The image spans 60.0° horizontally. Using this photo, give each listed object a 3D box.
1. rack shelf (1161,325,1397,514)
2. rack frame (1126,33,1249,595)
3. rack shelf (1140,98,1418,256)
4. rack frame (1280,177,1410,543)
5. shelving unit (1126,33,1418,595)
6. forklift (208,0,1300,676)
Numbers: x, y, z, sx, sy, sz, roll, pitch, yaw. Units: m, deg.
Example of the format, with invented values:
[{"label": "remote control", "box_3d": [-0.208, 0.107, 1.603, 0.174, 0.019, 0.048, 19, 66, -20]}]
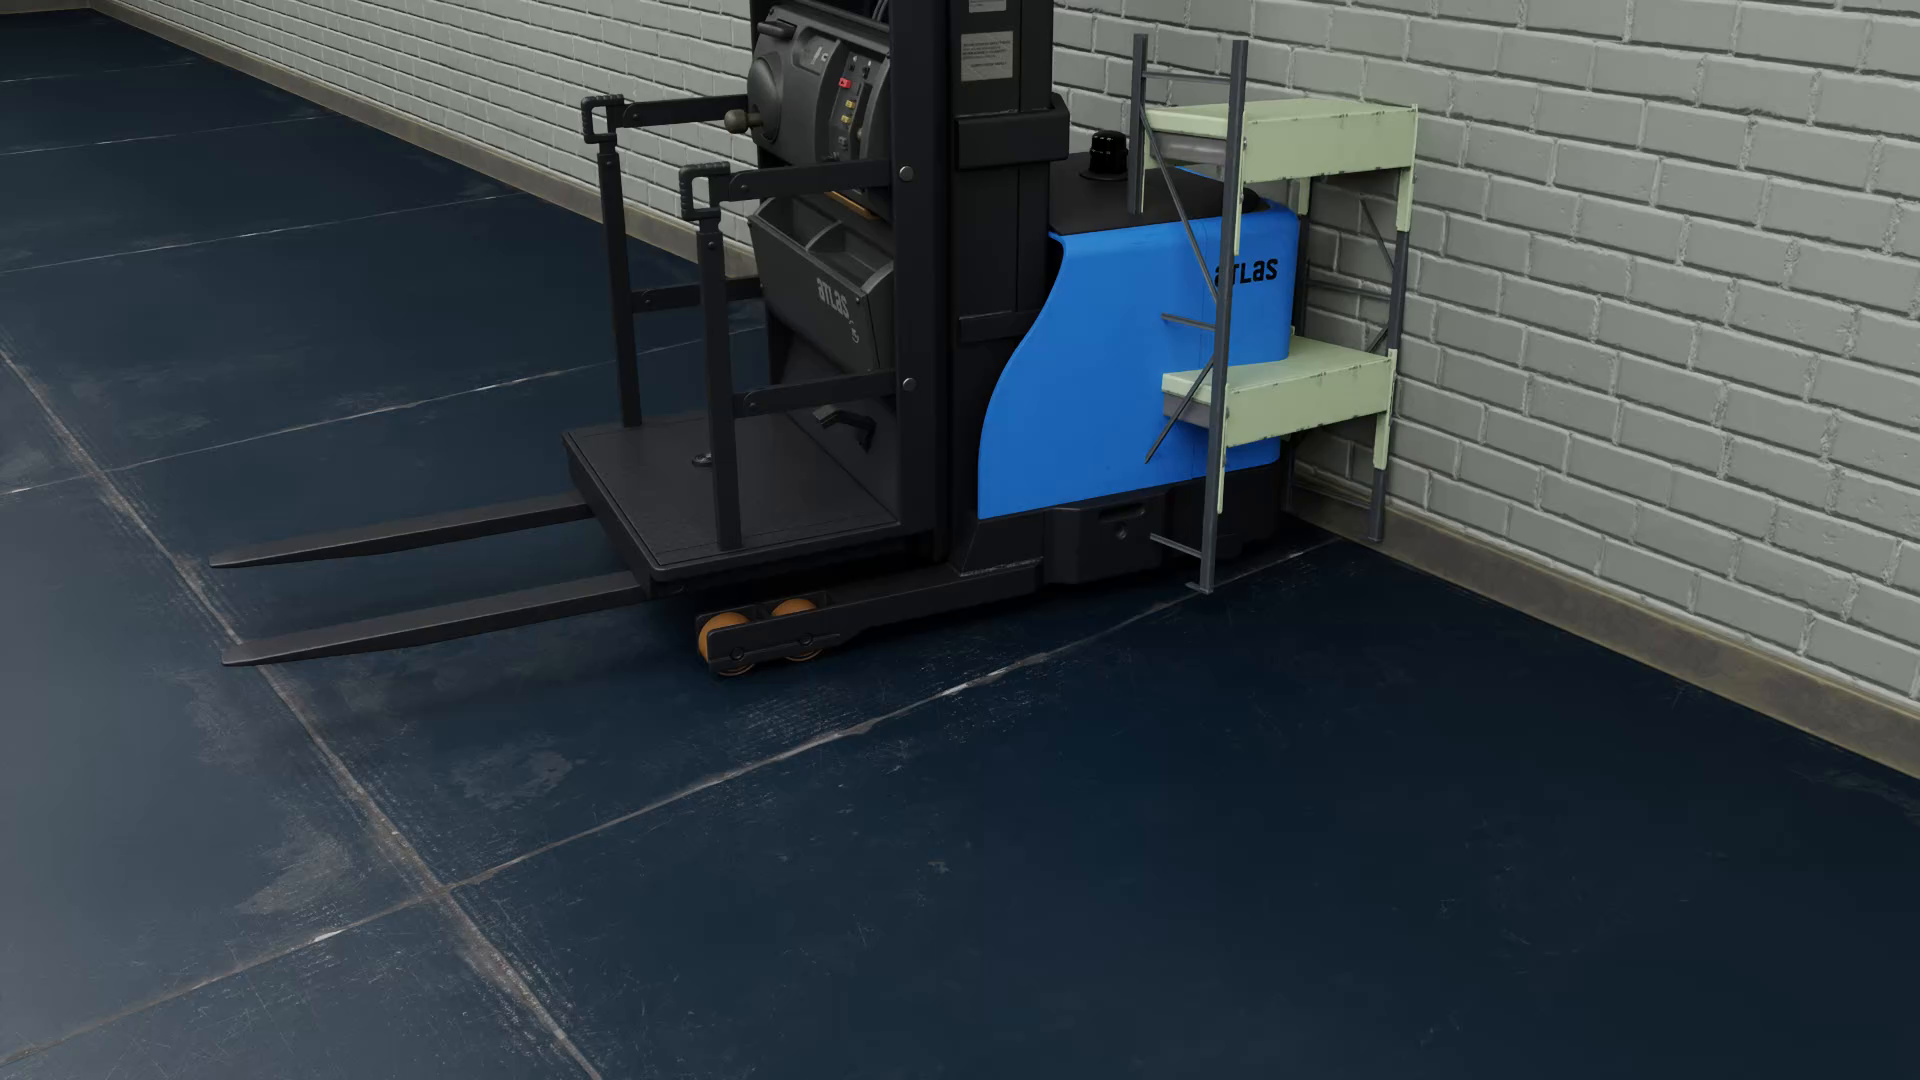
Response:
[{"label": "rack shelf", "box_3d": [0.879, -0.373, 4.914, 0.720, 0.370, 0.431, -14, 24, -35]}, {"label": "rack frame", "box_3d": [0.592, -0.608, 4.593, 0.023, 1.500, 0.400, -14, 24, -35]}, {"label": "rack shelf", "box_3d": [0.886, -1.048, 4.673, 0.720, 0.370, 0.431, -14, 24, -35]}, {"label": "rack frame", "box_3d": [1.172, -0.752, 5.015, 0.023, 1.500, 0.400, -14, 24, -35]}, {"label": "shelving unit", "box_3d": [0.882, -0.680, 4.804, 0.755, 1.500, 0.431, -14, 24, -35]}, {"label": "forklift", "box_3d": [-0.571, -1.218, 4.393, 3.031, 2.935, 1.130, -11, 27, -22]}]
